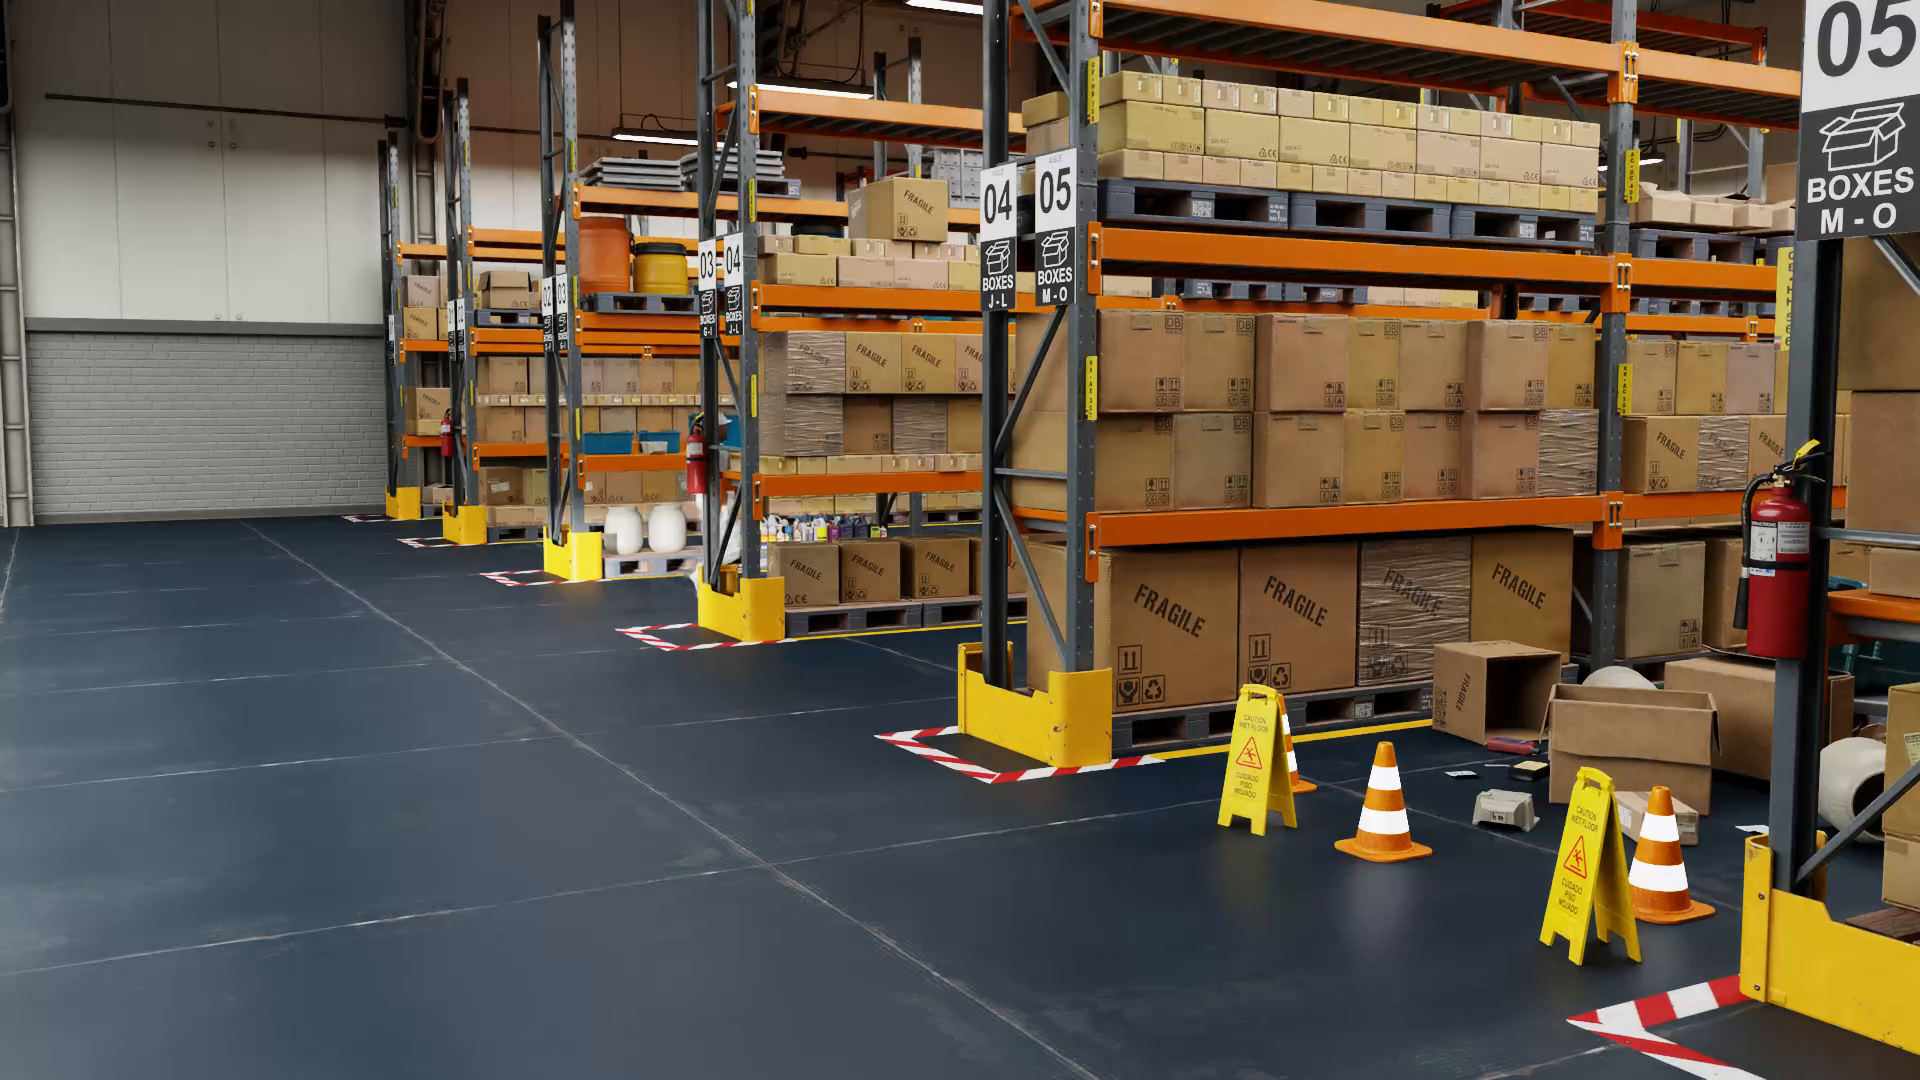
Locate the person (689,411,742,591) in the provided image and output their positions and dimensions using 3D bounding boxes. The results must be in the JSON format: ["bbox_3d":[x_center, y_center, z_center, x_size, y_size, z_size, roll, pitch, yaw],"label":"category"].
[{"bbox_3d":[-2.245,-0.293,15.201,0.540,1.774,0.597,-3,6,-30],"label":"person"}]
